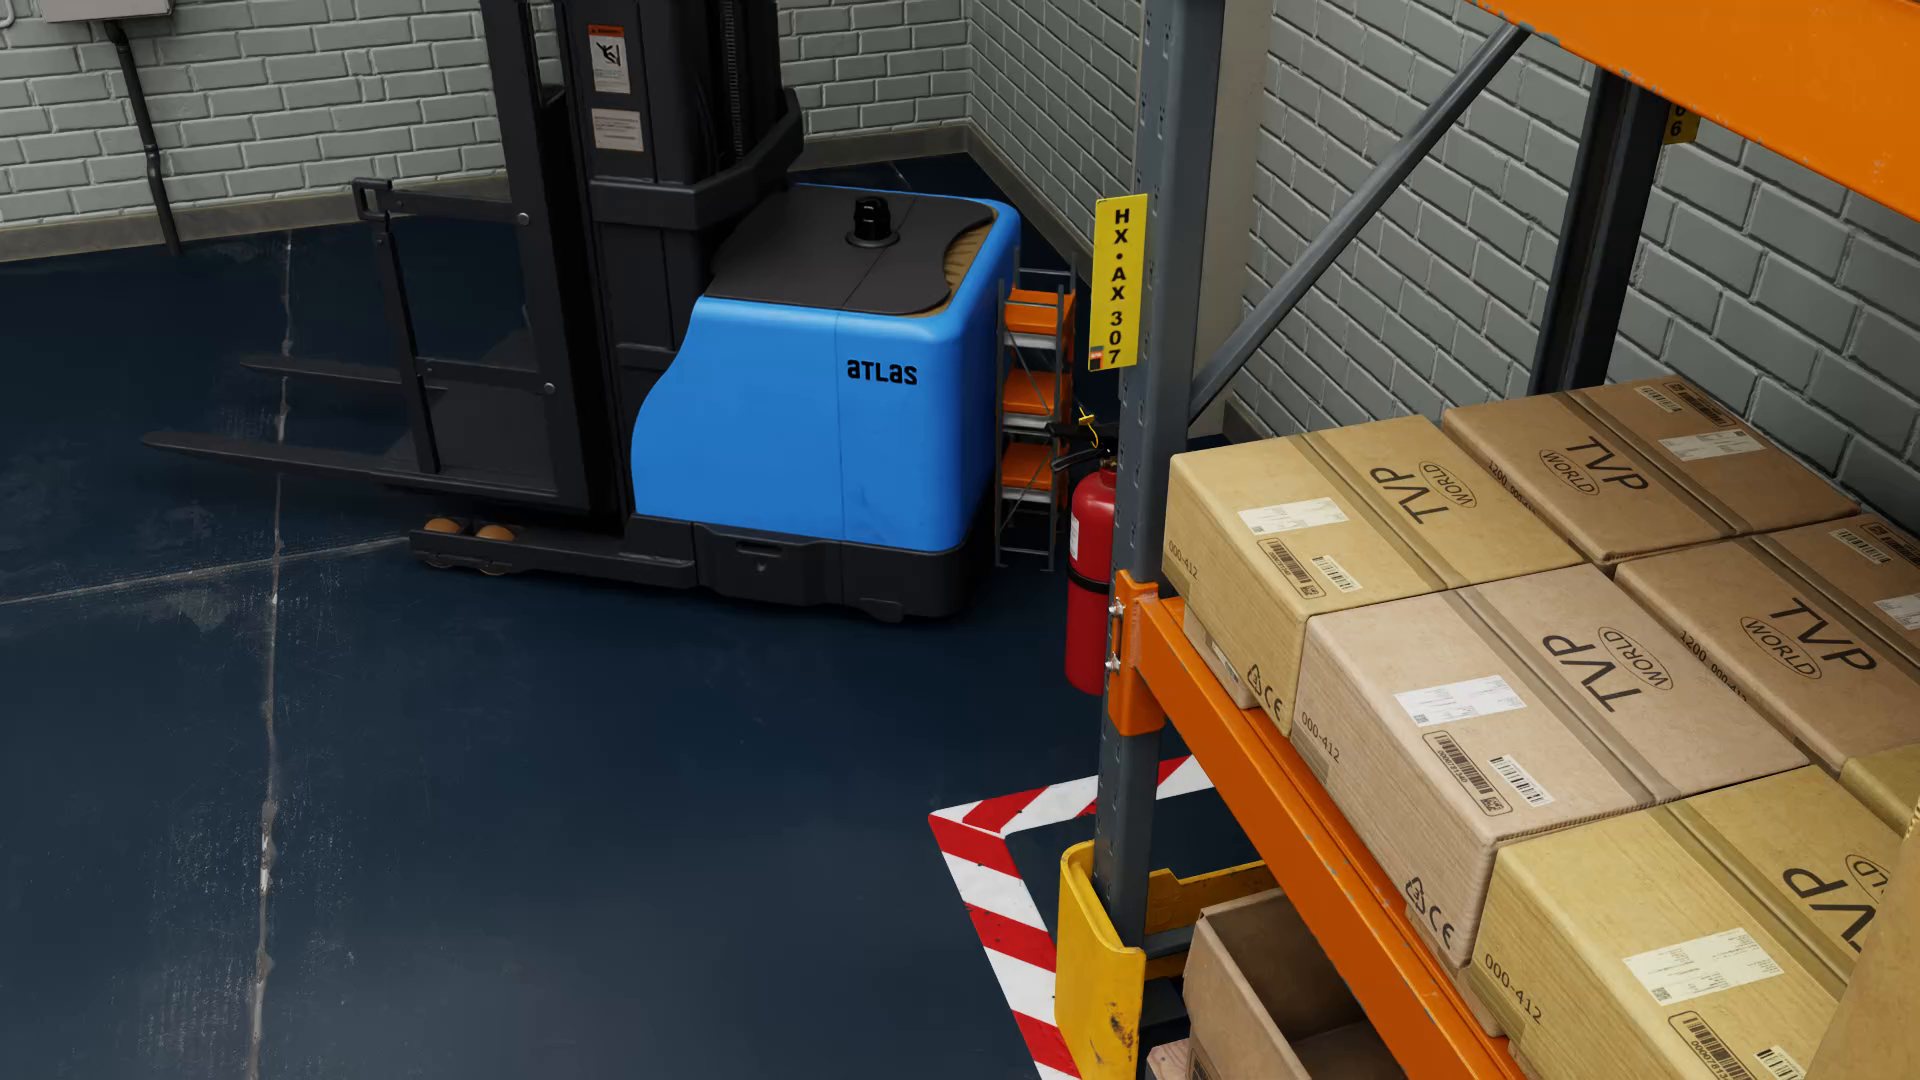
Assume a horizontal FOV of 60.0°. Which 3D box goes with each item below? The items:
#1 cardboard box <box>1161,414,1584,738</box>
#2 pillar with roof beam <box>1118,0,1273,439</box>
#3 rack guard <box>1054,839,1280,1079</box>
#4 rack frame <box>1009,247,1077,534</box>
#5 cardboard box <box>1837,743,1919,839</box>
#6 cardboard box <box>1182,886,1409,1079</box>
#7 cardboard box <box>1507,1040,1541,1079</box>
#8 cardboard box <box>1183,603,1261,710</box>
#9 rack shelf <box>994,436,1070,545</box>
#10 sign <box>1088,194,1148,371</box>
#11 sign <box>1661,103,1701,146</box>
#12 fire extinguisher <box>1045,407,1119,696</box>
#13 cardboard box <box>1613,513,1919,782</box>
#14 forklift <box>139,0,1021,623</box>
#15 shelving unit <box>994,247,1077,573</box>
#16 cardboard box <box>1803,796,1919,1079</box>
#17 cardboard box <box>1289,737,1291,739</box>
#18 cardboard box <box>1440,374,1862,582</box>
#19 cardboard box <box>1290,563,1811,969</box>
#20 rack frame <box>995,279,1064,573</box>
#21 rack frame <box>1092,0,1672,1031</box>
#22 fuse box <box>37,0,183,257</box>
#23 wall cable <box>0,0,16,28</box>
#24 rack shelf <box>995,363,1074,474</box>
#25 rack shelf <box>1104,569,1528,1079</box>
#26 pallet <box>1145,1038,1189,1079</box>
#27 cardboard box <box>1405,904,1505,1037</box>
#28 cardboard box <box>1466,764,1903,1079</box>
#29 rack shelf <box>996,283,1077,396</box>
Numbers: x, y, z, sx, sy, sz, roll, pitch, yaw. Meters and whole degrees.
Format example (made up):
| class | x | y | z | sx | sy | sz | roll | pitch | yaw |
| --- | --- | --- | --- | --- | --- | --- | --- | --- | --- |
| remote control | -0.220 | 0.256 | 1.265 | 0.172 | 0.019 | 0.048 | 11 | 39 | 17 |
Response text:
| class | x | y | z | sx | sy | sz | roll | pitch | yaw |
| --- | --- | --- | --- | --- | --- | --- | --- | --- | --- |
| cardboard box | 0.678 | 0.043 | 2.830 | 0.500 | 0.250 | 0.500 | -10 | 35 | -14 |
| pillar with roof beam | -3.268 | -3.525 | 2.922 | 9.100 | 9.000 | 0.400 | -10 | 35 | -15 |
| rack guard | 0.819 | 0.904 | 3.929 | 1.175 | 0.500 | 0.348 | -10 | 35 | -15 |
| rack frame | 0.268 | -0.473 | 5.513 | 0.200 | 1.050 | 0.008 | 7 | 34 | 10 |
| cardboard box | 1.492 | 0.488 | 2.157 | 0.500 | 0.250 | 0.500 | -9 | 34 | -13 |
| cardboard box | 0.892 | 1.024 | 3.362 | 0.797 | 0.503 | 0.637 | -11 | 35 | -17 |
| cardboard box | 0.975 | 0.684 | 2.222 | 0.380 | 0.149 | 0.250 | -9 | 35 | -14 |
| cardboard box | 0.635 | 0.145 | 3.038 | 0.380 | 0.149 | 0.250 | -10 | 35 | -15 |
| rack shelf | 0.242 | -0.166 | 5.573 | 0.215 | 0.259 | 0.240 | 7 | 34 | 10 |
| sign | 0.279 | -0.449 | 2.923 | 0.100 | 0.325 | 0.005 | -10 | 35 | -15 |
| sign | 1.331 | -0.877 | 3.019 | 0.100 | 0.325 | 0.005 | -10 | 35 | -15 |
| fire extinguisher | 0.311 | 0.009 | 3.423 | 0.296 | 0.674 | 0.183 | -10 | 35 | -15 |
| cardboard box | 1.345 | 0.227 | 2.551 | 0.500 | 0.250 | 0.500 | -10 | 35 | -15 |
| forklift | -1.358 | -1.378 | 5.177 | 3.031 | 2.935 | 1.130 | 7 | 34 | 11 |
| shelving unit | 0.242 | -0.407 | 5.414 | 0.215 | 1.050 | 0.252 | 7 | 34 | 10 |
| cardboard box | 1.136 | 0.518 | 1.432 | 0.500 | 0.500 | 0.500 | -9 | 35 | -14 |
| cardboard box | 0.757 | 0.270 | 2.848 | 0.380 | 0.149 | 0.250 | -9 | 35 | -14 |
| cardboard box | 1.189 | -0.044 | 2.961 | 0.500 | 0.250 | 0.500 | -9 | 35 | -13 |
| cardboard box | 0.832 | 0.308 | 2.430 | 0.500 | 0.250 | 0.500 | -10 | 35 | -14 |
| rack frame | 0.216 | -0.342 | 5.314 | 0.200 | 1.050 | 0.008 | 7 | 34 | 10 |
| rack frame | 0.796 | -0.179 | 3.300 | 1.000 | 3.000 | 0.127 | -10 | 35 | -15 |
| fuse box | -3.627 | -2.038 | 7.282 | 0.539 | 1.711 | 0.414 | -10 | 35 | -15 |
| wall cable | -4.325 | -2.967 | 6.598 | 0.588 | 1.984 | 0.122 | -10 | 35 | -15 |
| rack shelf | 0.242 | -0.398 | 5.420 | 0.215 | 0.259 | 0.240 | 7 | 34 | 10 |
| rack shelf | 1.406 | 1.171 | 1.909 | 1.077 | 0.370 | 4.000 | -10 | 35 | -15 |
| pallet | 1.063 | 1.443 | 3.375 | 1.003 | 0.211 | 1.213 | -10 | 35 | -15 |
| cardboard box | 0.889 | 0.546 | 2.431 | 0.380 | 0.149 | 0.250 | -9 | 34 | -13 |
| cardboard box | 0.990 | 0.573 | 2.028 | 0.500 | 0.250 | 0.500 | -11 | 35 | -16 |
| rack shelf | 0.242 | -0.635 | 5.263 | 0.215 | 0.259 | 0.240 | 7 | 34 | 10 |
